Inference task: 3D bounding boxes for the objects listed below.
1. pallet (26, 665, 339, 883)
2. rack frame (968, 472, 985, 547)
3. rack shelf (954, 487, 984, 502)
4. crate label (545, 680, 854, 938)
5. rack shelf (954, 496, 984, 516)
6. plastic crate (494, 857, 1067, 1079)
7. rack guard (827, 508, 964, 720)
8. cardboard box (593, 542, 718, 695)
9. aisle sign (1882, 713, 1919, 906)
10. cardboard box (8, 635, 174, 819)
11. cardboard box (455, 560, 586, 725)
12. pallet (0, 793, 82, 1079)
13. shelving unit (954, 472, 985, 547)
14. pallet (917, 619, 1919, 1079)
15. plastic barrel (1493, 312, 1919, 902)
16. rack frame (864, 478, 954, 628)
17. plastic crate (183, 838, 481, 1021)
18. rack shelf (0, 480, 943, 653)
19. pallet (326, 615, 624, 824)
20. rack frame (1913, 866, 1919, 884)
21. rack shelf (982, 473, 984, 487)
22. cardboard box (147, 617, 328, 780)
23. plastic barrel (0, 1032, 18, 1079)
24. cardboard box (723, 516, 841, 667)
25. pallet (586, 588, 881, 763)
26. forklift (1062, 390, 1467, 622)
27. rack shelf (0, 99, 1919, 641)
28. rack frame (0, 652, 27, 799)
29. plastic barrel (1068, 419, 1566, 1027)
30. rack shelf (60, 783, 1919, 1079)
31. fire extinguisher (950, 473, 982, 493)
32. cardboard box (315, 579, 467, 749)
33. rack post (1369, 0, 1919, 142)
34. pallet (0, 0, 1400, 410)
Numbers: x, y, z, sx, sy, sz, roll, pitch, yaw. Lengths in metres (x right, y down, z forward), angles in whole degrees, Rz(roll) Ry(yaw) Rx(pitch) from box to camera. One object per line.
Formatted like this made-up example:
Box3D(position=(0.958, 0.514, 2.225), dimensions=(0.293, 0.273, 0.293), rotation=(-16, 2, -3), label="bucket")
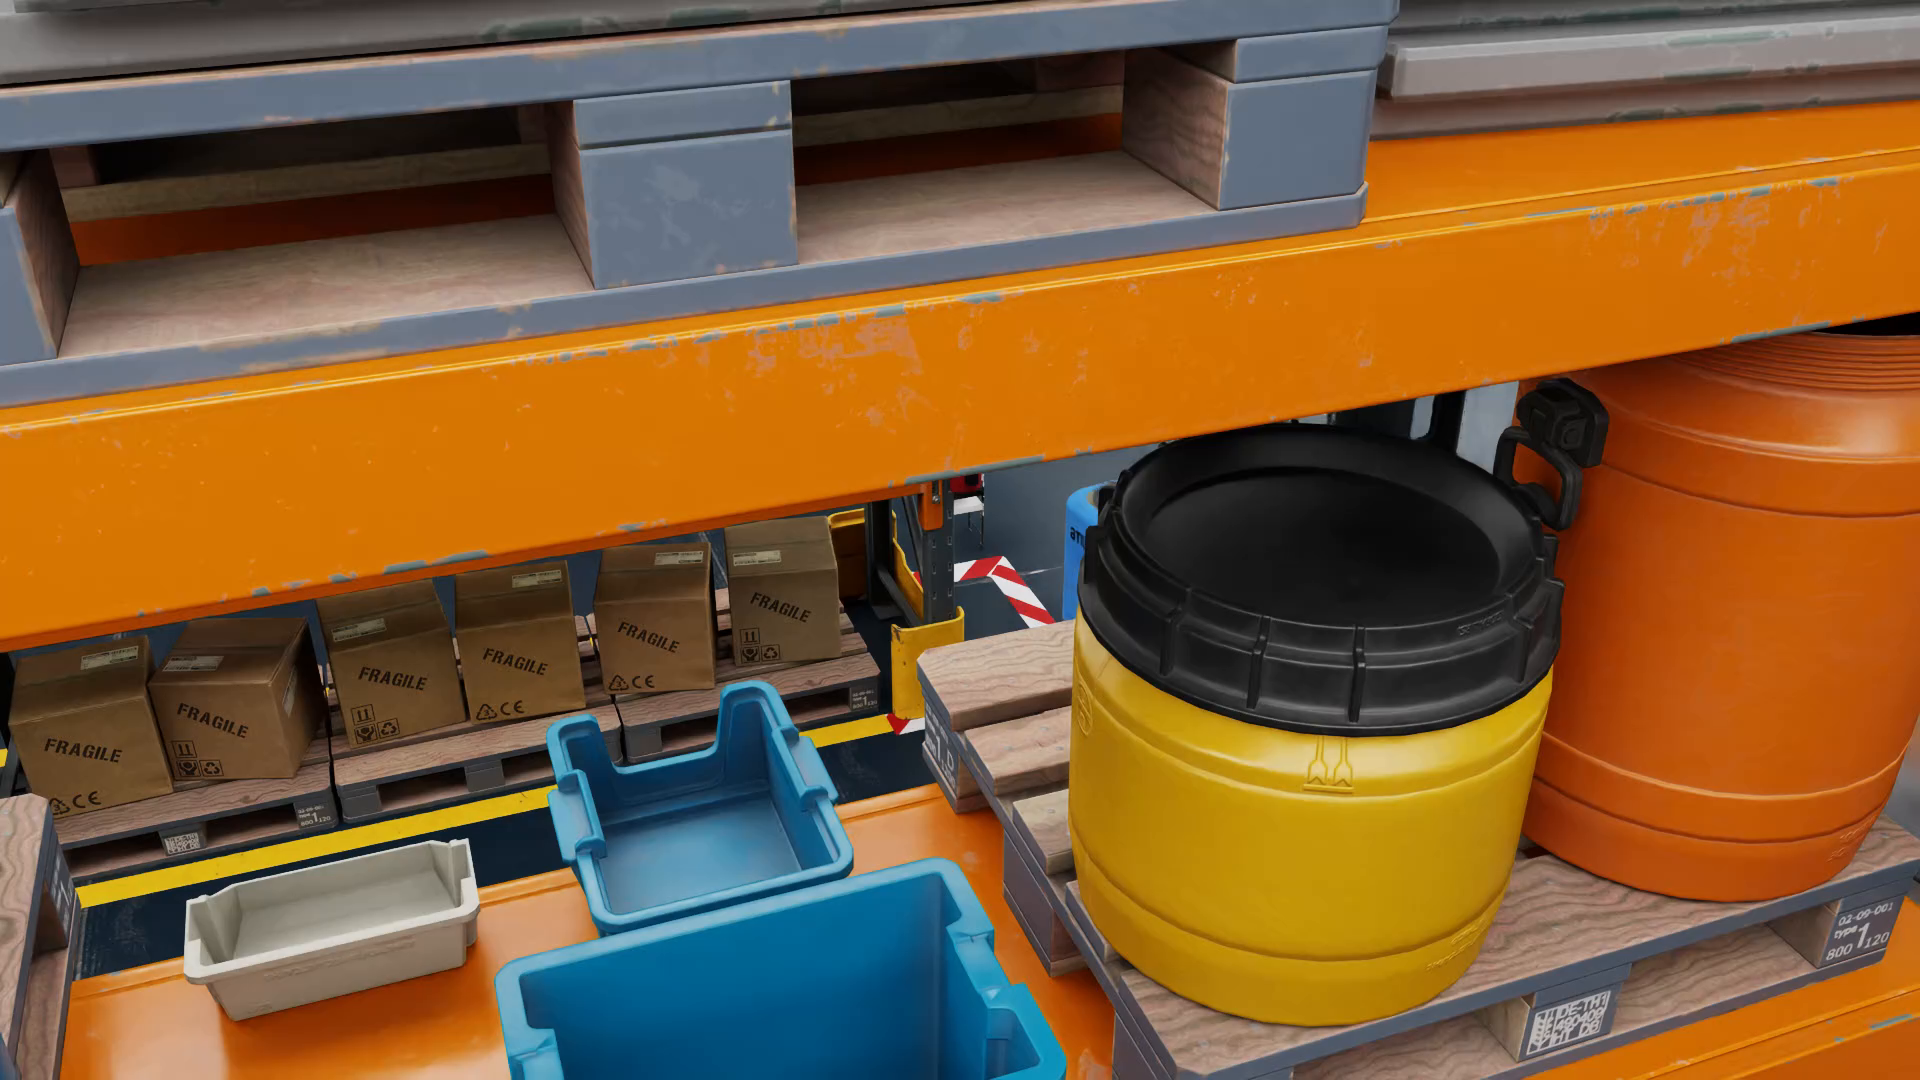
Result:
Box3D(position=(-3.388, 1.004, 7.274), dimensions=(1.213, 0.211, 1.003), rotation=(-10, 31, -18), label="pallet")
Box3D(position=(0.088, -0.407, 9.056), dimensions=(0.006, 0.900, 0.240), rotation=(-10, 31, -18), label="rack frame")
Box3D(position=(-0.008, -0.282, 9.086), dimensions=(0.200, 0.077, 0.258), rotation=(-10, 31, -18), label="rack shelf")
Box3D(position=(-0.398, 0.464, 2.526), dimensions=(0.408, 0.251, 0.502), rotation=(-10, 31, -18), label="crate label")
Box3D(position=(-0.008, -0.204, 9.130), dimensions=(0.200, 0.077, 0.258), rotation=(-10, 31, -18), label="rack shelf")
Box3D(position=(-0.211, 0.705, 1.968), dimensions=(0.575, 0.384, 0.392), rotation=(-10, 31, -18), label="plastic crate")
Box3D(position=(-0.327, 0.334, 8.159), dimensions=(0.348, 0.500, 1.175), rotation=(-10, 31, -18), label="rack guard")
Box3D(position=(-1.395, 0.358, 7.693), dimensions=(0.500, 0.500, 0.500), rotation=(-3, 30, -5), label="cardboard box")
Box3D(position=(1.642, 0.529, 2.666), dimensions=(0.004, 0.787, 0.394), rotation=(-10, 31, -18), label="aisle sign")
Box3D(position=(-3.616, 0.778, 6.955), dimensions=(0.500, 0.500, 0.500), rotation=(-11, 32, -19), label="cardboard box")
Box3D(position=(-1.989, 0.457, 7.519), dimensions=(0.500, 0.500, 0.500), rotation=(-8, 31, -13), label="cardboard box")
Box3D(position=(-1.636, 0.832, 1.920), dimensions=(1.003, 0.211, 1.213), rotation=(-10, 31, -18), label="pallet")
Box3D(position=(-0.008, -0.390, 9.025), dimensions=(0.210, 0.900, 0.258), rotation=(-10, 31, -18), label="shelving unit")
Box3D(position=(0.662, 0.409, 2.663), dimensions=(1.213, 0.211, 1.003), rotation=(-10, 31, -18), label="pallet")
Box3D(position=(1.060, 0.003, 2.326), dimensions=(0.708, 0.830, 0.600), rotation=(-10, 31, -18), label="plastic barrel")
Box3D(position=(-0.256, -0.765, 7.563), dimensions=(0.127, 3.000, 1.000), rotation=(-10, 31, -18), label="rack frame")
Box3D(position=(-0.915, 0.570, 2.456), dimensions=(0.396, 0.136, 0.243), rotation=(-10, 31, -18), label="plastic crate")
Box3D(position=(-2.131, -0.107, 7.135), dimensions=(4.000, 0.370, 1.077), rotation=(-10, 31, -18), label="rack shelf")
Box3D(position=(-2.243, 0.792, 7.647), dimensions=(1.213, 0.211, 1.003), rotation=(-10, 31, -18), label="pallet")
Box3D(position=(1.471, 1.533, 3.530), dimensions=(0.127, 3.000, 1.000), rotation=(-10, 31, -18), label="rack frame")
Box3D(position=(-0.008, -0.361, 9.041), dimensions=(0.200, 0.077, 0.258), rotation=(-10, 31, -18), label="rack shelf")
Box3D(position=(-3.082, 0.676, 7.134), dimensions=(0.500, 0.500, 0.500), rotation=(-1, 30, -2), label="cardboard box")
Box3D(position=(-1.308, 0.397, 1.561), dimensions=(0.708, 0.901, 0.600), rotation=(-10, 31, -18), label="plastic barrel")
Box3D(position=(-0.847, 0.238, 7.902), dimensions=(0.500, 0.500, 0.500), rotation=(-5, 30, -8), label="cardboard box")
Box3D(position=(-1.101, 0.583, 8.013), dimensions=(1.213, 0.211, 1.003), rotation=(-10, 31, -18), label="pallet")
Box3D(position=(1.638, -0.045, 6.369), dimensions=(1.130, 2.935, 3.031), rotation=(-16, 33, -26), label="forklift")
Box3D(position=(-0.403, -0.242, 1.716), dimensions=(4.000, 0.370, 1.077), rotation=(-10, 31, -18), label="rack shelf")
Box3D(position=(-4.005, -0.075, 6.351), dimensions=(0.127, 3.000, 1.000), rotation=(-10, 31, -18), label="rack frame")
Box3D(position=(0.447, 0.221, 2.188), dimensions=(0.600, 0.588, 0.600), rotation=(0, 30, 0), label="plastic barrel")
Box3D(position=(-0.403, 0.887, 2.359), dimensions=(4.000, 0.370, 1.077), rotation=(-10, 31, -18), label="rack shelf")
Box3D(position=(0.012, -0.538, 7.242), dimensions=(0.183, 0.674, 0.296), rotation=(-10, 31, -18), label="fire extinguisher")
Box3D(position=(-2.528, 0.532, 7.386), dimensions=(0.500, 0.500, 0.500), rotation=(-13, 32, -22), label="cardboard box")
Box3D(position=(0.718, -0.785, 2.043), dimensions=(0.954, 0.300, 0.937), rotation=(-7, 30, -12), label="rack post")
Box3D(position=(-0.370, -0.495, 1.624), dimensions=(1.213, 0.211, 1.003), rotation=(-10, 31, -18), label="pallet")
